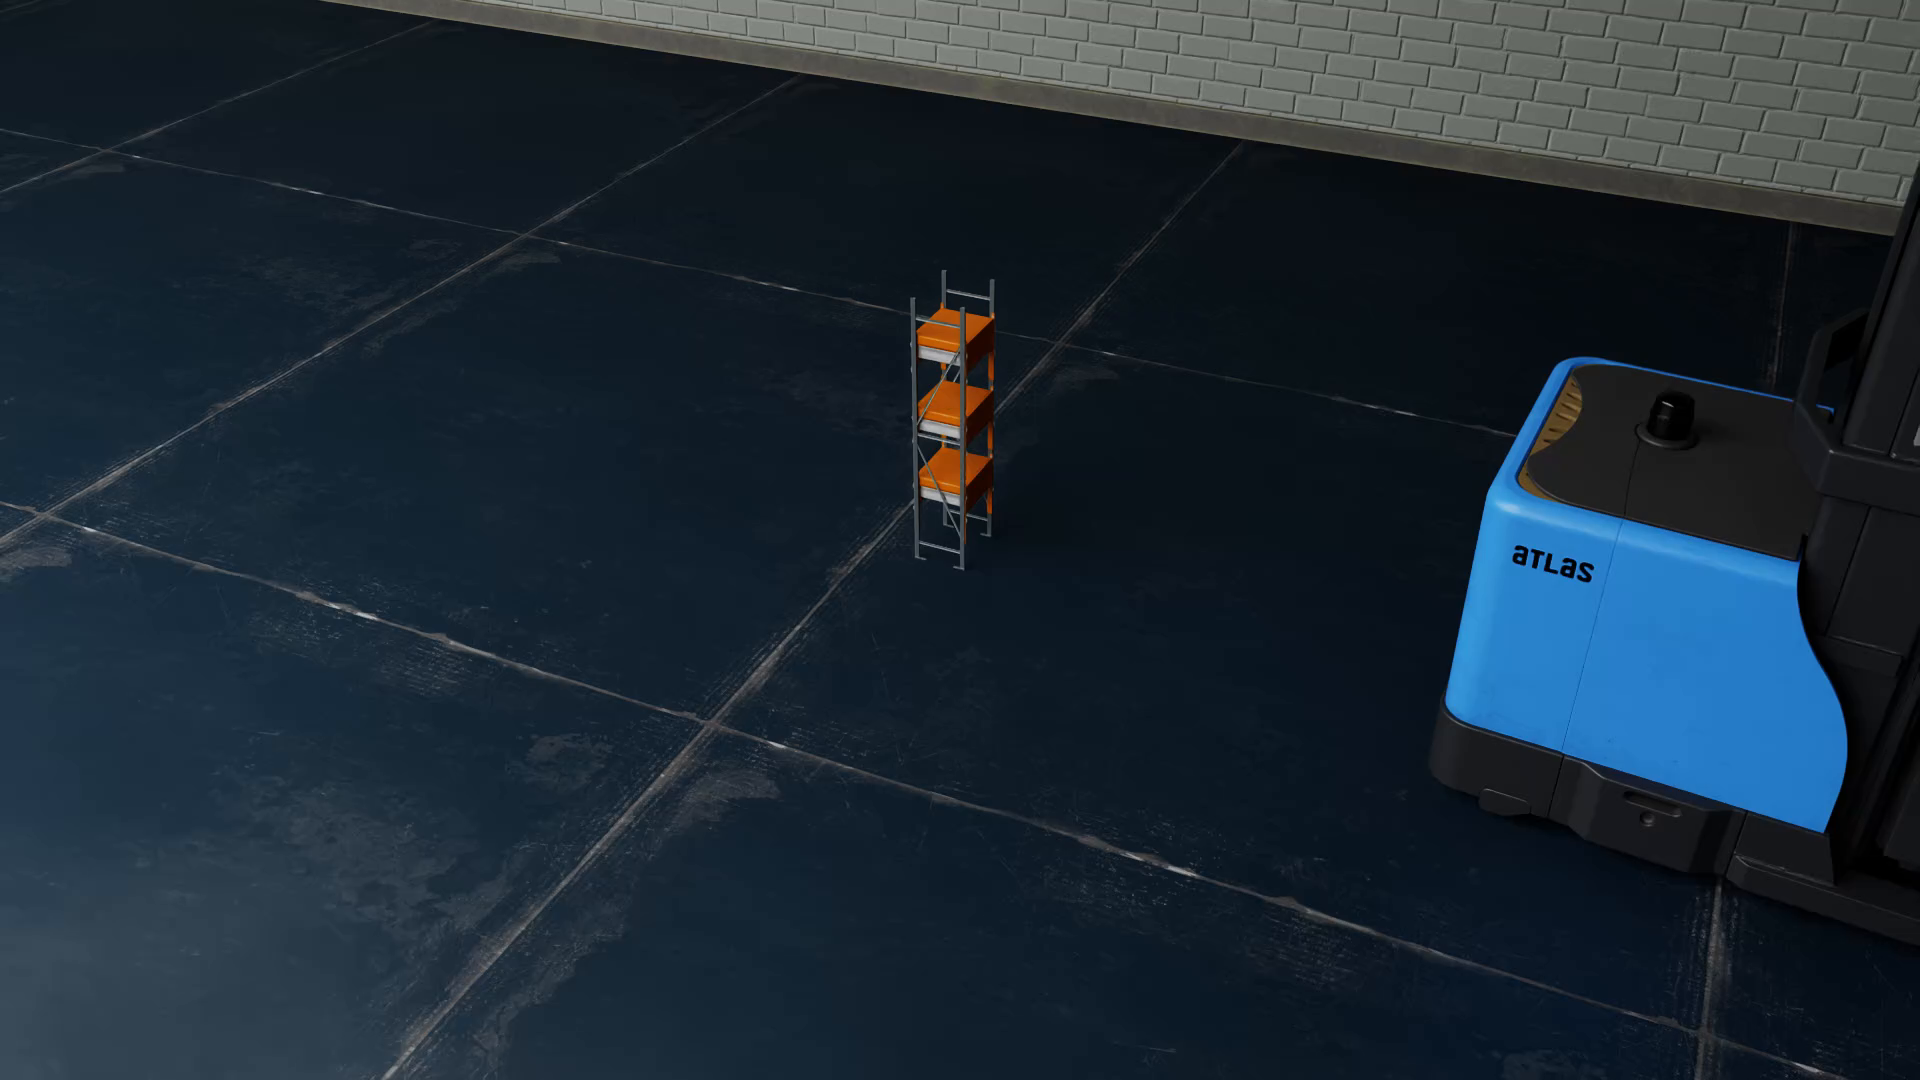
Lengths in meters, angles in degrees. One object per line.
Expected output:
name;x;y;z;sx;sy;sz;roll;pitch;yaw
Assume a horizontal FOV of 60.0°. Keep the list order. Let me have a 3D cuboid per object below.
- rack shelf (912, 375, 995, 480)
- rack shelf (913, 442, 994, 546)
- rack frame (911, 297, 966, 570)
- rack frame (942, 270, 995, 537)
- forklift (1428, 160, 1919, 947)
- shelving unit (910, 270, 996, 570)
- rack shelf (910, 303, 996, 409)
rack shelf;-0.022;-0.404;5.927;0.215;0.259;0.240;14;36;20
rack shelf;-0.022;-0.171;6.080;0.215;0.259;0.240;14;36;20
rack frame;-0.073;-0.352;5.829;0.200;1.050;0.008;14;36;20
rack frame;0.029;-0.473;6.014;0.200;1.050;0.008;14;36;20
forklift;2.968;-0.301;4.036;3.031;2.935;1.130;17;37;24
shelving unit;-0.022;-0.412;5.921;0.215;1.050;0.252;14;36;20
rack shelf;-0.022;-0.641;5.772;0.215;0.259;0.240;14;36;20
